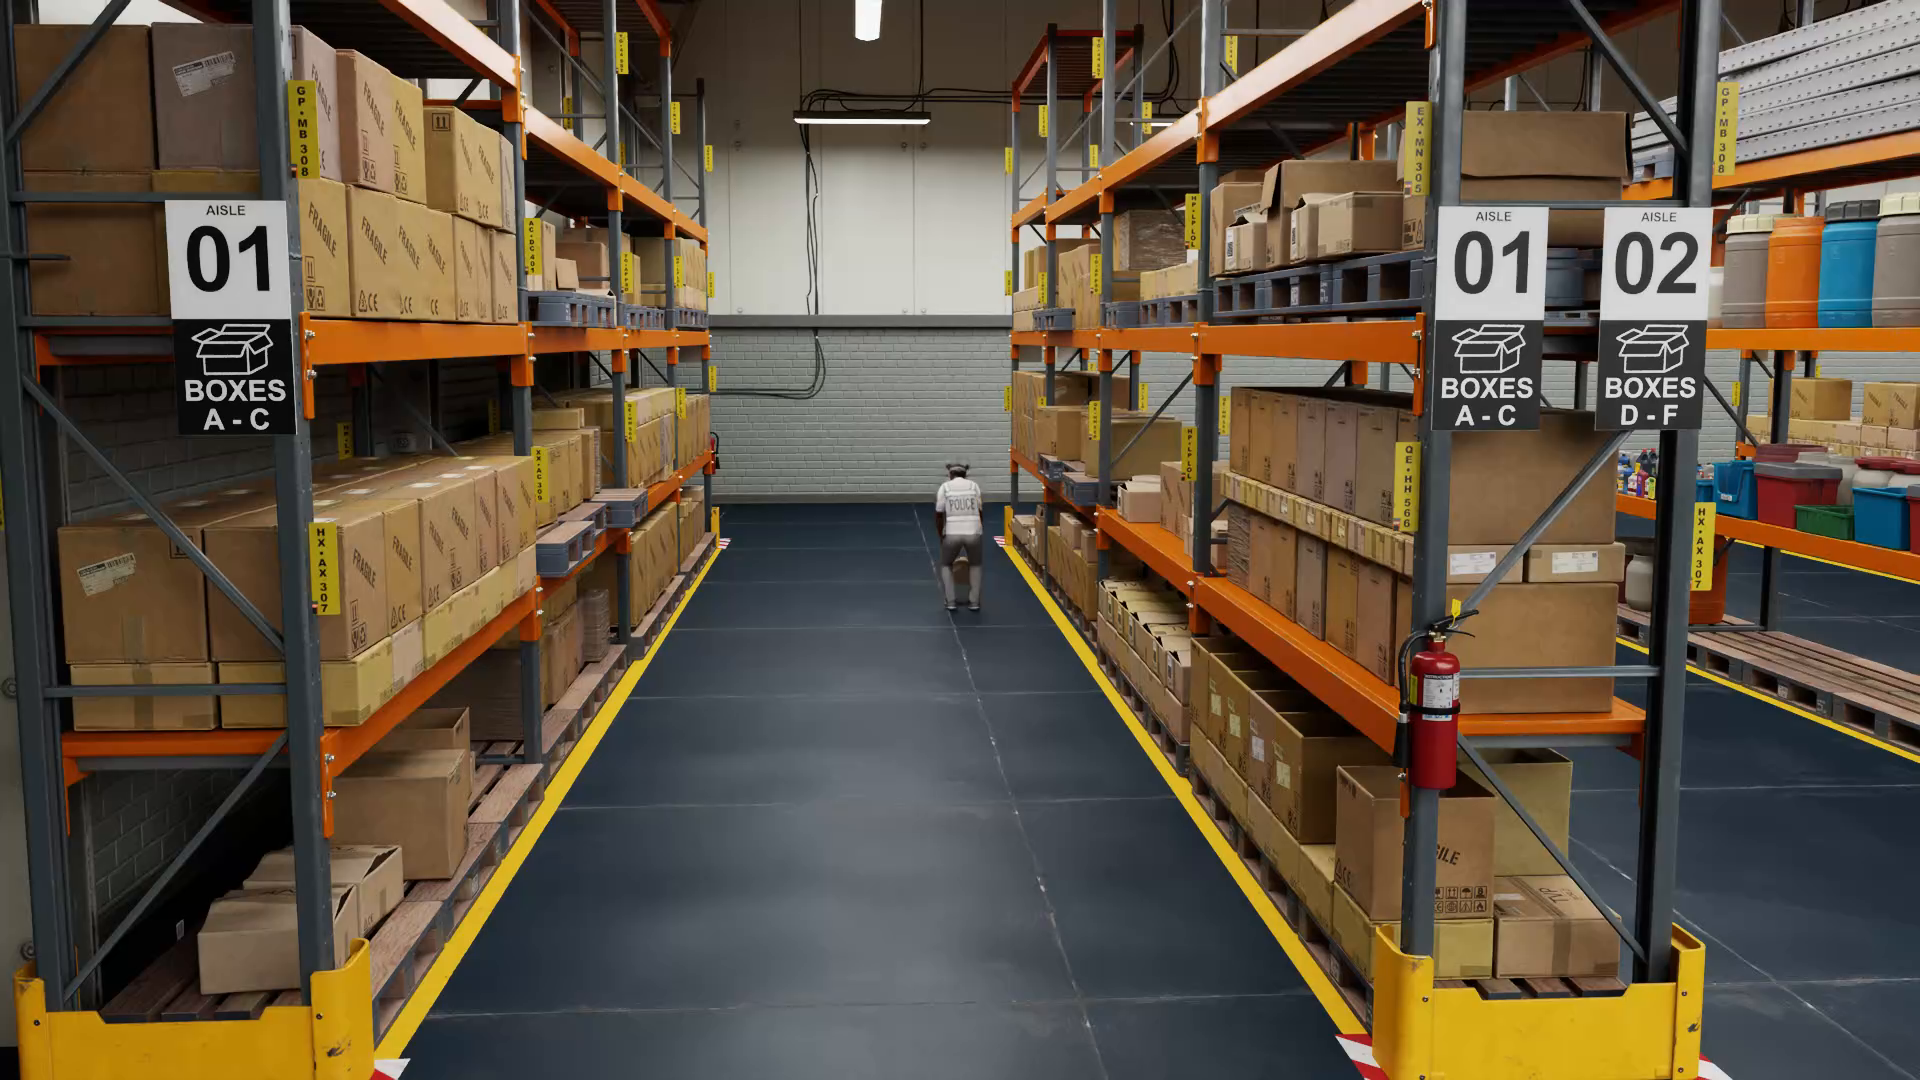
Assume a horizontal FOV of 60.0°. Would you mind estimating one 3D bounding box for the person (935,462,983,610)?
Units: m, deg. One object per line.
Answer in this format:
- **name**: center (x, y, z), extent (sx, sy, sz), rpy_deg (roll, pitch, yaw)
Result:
- **person**: center (-0.011, -0.035, 16.822), extent (0.490, 1.487, 0.628), rpy_deg (0, 7, -3)
